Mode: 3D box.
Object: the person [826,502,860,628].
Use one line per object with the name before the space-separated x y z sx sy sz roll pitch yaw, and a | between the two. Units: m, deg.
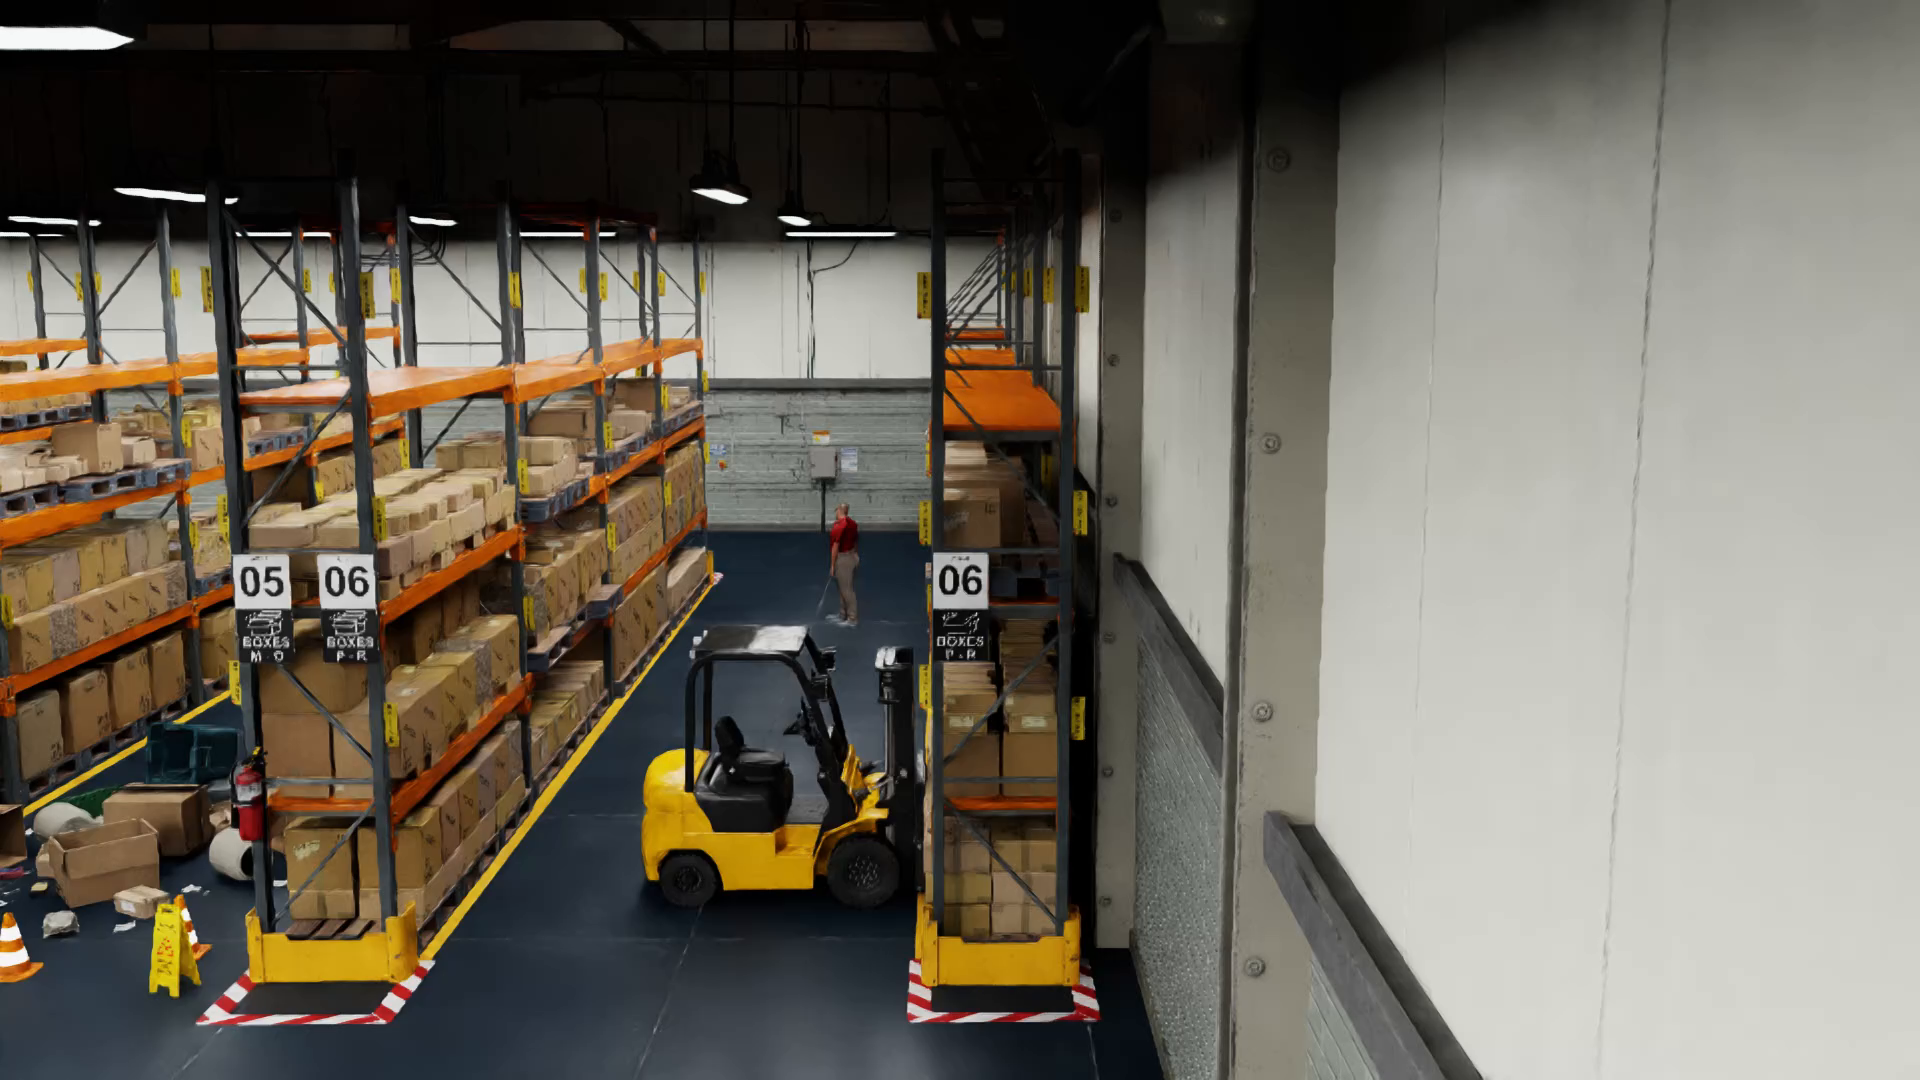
person | -1.642 0.323 23.187 0.603 1.710 0.657 3 10 19
